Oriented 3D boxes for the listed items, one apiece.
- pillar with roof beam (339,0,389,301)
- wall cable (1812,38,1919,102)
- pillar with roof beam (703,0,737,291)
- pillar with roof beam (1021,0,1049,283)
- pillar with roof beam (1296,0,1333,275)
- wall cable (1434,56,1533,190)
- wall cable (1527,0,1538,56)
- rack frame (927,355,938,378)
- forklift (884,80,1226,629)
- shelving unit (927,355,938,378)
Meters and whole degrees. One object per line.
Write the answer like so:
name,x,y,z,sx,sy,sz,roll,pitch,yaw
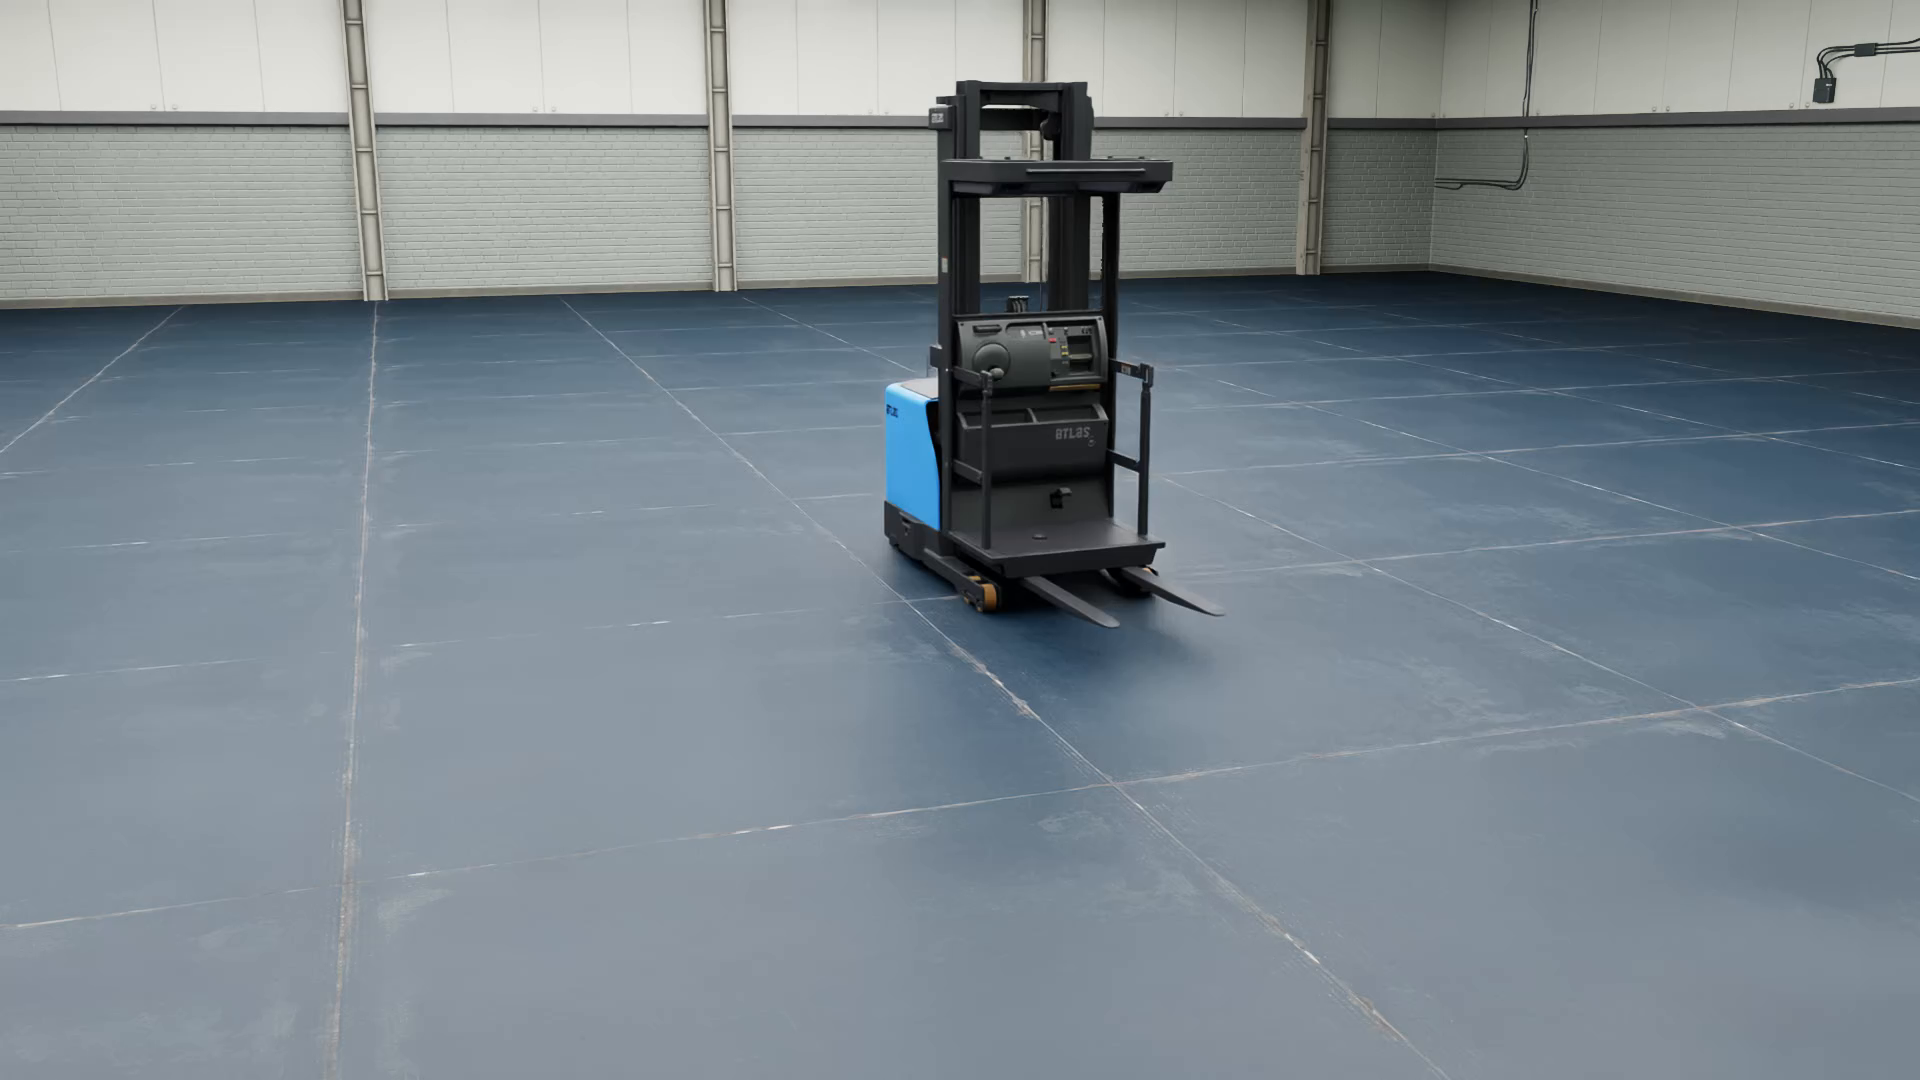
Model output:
pillar with roof beam,-8.589,-7.534,23.370,0.400,9.000,9.100,-4,14,-18
wall cable,13.324,-9.305,23.467,0.169,6.003,2.305,-4,14,-18
pillar with roof beam,-2.903,-7.977,25.231,0.400,9.000,9.100,-4,14,-18
pillar with roof beam,2.784,-8.420,27.093,0.400,9.000,9.100,-4,14,-18
pillar with roof beam,8.471,-8.862,28.955,0.400,9.000,9.100,-4,14,-18
wall cable,10.312,-8.223,32.978,0.112,2.526,3.097,-4,14,-18
wall cable,11.174,-10.087,29.900,0.112,2.526,3.097,-4,14,-18
rack frame,-0.174,-0.632,11.209,0.006,1.200,0.240,-6,14,-22
forklift,0.509,-1.125,9.538,1.130,2.935,3.031,-5,14,-21
shelving unit,-0.090,-0.641,11.243,0.189,1.200,0.258,-6,14,-22
